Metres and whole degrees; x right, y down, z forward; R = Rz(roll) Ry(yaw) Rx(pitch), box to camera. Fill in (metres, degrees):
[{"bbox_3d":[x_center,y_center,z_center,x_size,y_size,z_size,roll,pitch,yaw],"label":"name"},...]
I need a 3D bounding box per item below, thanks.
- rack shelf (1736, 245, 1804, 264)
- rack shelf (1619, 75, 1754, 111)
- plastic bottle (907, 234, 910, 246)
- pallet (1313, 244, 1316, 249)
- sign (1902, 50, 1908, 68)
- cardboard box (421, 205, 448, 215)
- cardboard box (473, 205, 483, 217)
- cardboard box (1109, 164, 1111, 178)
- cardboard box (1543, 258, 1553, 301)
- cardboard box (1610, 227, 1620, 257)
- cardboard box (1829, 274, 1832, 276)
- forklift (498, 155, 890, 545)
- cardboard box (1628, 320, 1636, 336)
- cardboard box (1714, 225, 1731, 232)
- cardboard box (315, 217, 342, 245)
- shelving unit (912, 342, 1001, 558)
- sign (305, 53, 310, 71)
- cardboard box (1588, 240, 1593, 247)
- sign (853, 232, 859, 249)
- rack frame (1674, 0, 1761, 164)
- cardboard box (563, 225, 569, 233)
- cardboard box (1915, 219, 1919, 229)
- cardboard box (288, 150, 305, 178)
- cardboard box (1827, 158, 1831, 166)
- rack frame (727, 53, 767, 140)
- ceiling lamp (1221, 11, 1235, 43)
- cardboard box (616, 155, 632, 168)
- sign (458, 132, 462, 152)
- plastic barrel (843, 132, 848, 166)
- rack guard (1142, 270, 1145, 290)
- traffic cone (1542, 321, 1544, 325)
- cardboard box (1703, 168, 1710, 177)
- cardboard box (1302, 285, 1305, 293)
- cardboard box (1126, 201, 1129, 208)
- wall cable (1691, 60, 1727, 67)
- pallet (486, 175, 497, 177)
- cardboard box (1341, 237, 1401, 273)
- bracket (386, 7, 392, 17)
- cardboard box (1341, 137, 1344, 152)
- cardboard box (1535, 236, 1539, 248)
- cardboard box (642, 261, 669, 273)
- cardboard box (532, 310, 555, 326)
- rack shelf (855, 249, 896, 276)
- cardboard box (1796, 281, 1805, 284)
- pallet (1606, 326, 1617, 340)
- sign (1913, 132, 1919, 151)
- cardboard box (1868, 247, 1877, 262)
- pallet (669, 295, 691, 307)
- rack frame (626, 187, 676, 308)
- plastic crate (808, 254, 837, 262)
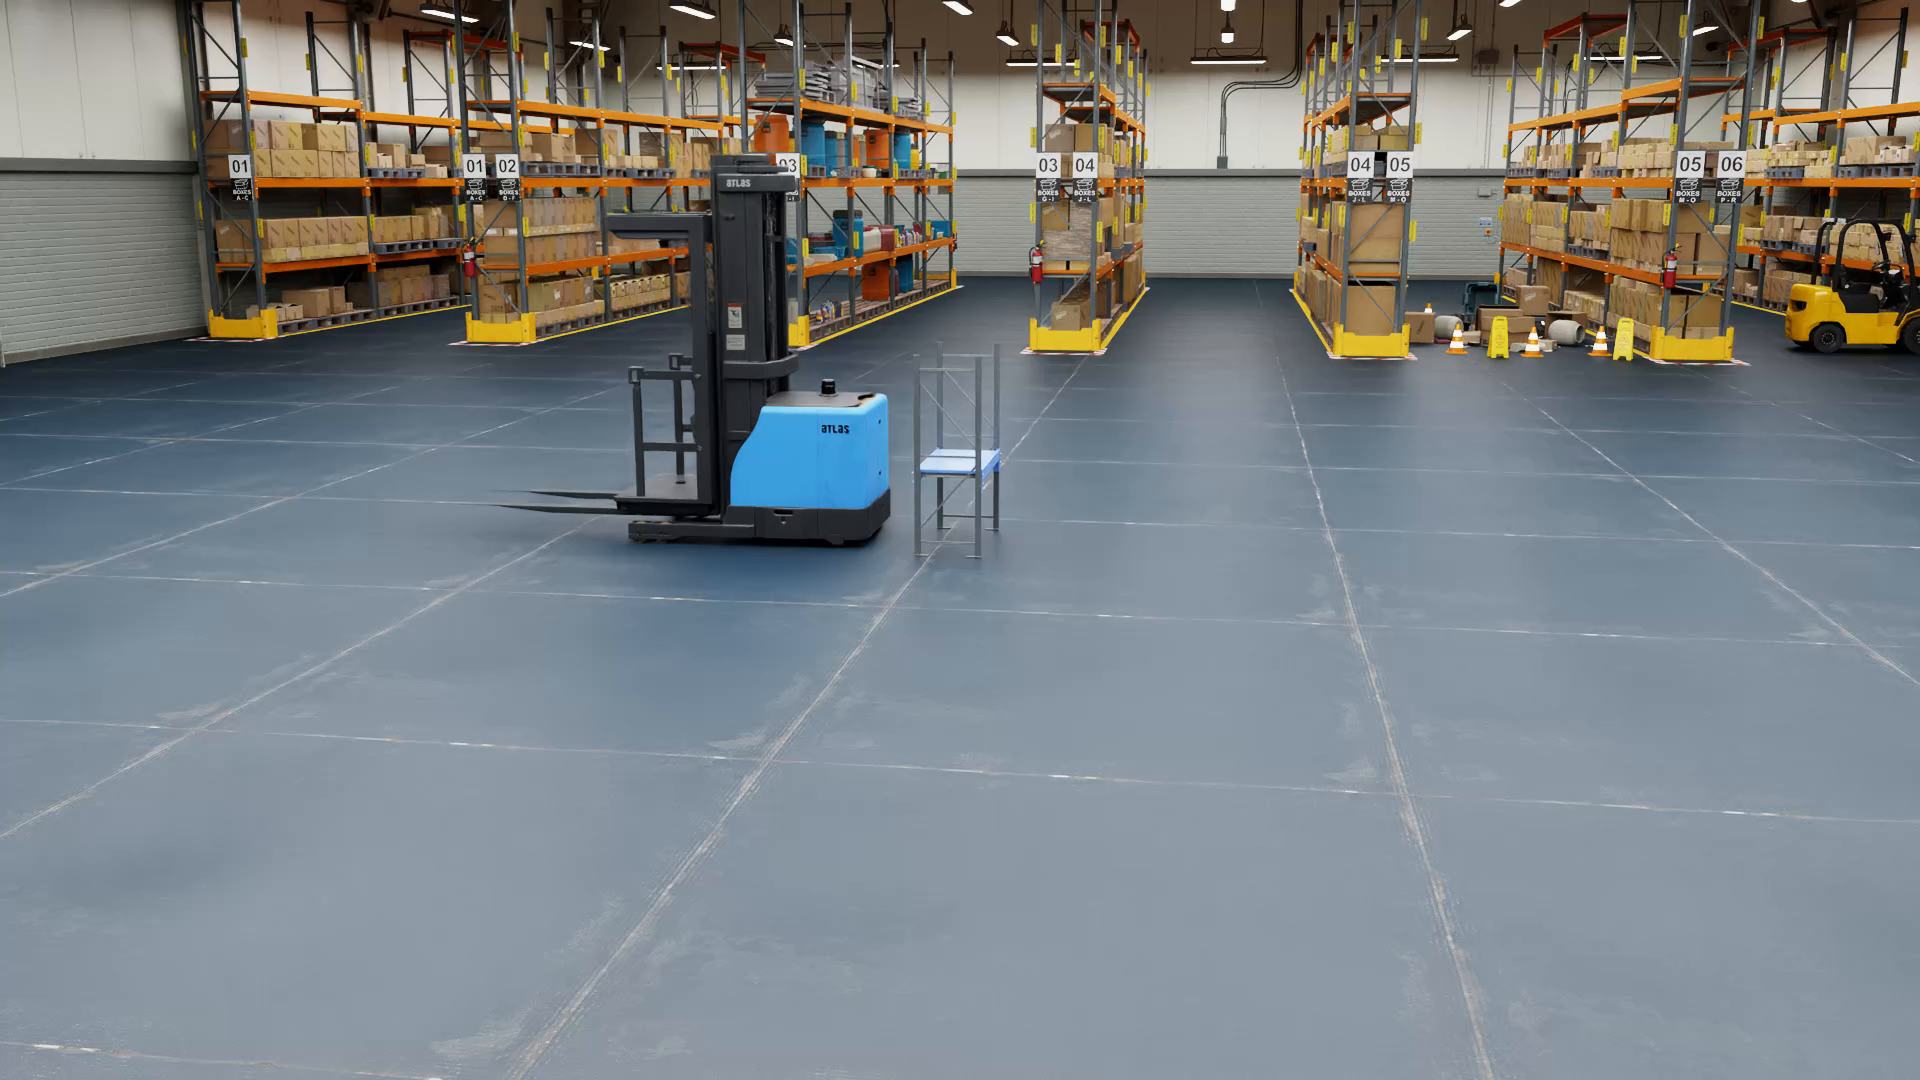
[{"bbox_3d":[18.596,-6.722,38.773,1.077,0.370,4.000,2,12,9],"label":"rack shelf"},{"bbox_3d":[11.845,-7.315,27.293,1.077,0.370,4.000,2,12,9],"label":"rack shelf"},{"bbox_3d":[-1.234,-6.889,38.133,0.152,0.276,0.135,2,12,9],"label":"plastic bottle"},{"bbox_3d":[8.125,-6.444,36.230,1.003,0.211,1.213,2,12,9],"label":"pallet"},{"bbox_3d":[18.222,-9.274,32.075,0.100,0.325,0.005,2,12,9],"label":"sign"},{"bbox_3d":[-11.894,-7.461,37.723,0.500,0.250,0.500,2,12,10],"label":"cardboard box"},{"bbox_3d":[-11.301,-7.556,38.165,0.500,0.250,0.500,2,12,8],"label":"cardboard box"},{"bbox_3d":[2.458,-6.655,29.988,0.500,0.250,0.500,2,12,10],"label":"cardboard box"},{"bbox_3d":[13.235,-5.664,36.203,0.875,0.875,0.875,2,12,10],"label":"cardboard box"},{"bbox_3d":[11.810,-5.264,29.356,0.500,0.500,0.500,2,12,8],"label":"cardboard box"},{"bbox_3d":[18.213,-5.442,34.522,0.380,0.149,0.250,2,12,7],"label":"cardboard box"},{"bbox_3d":[-2.130,-1.514,13.061,3.031,2.935,1.130,2,12,8],"label":"forklift"},{"bbox_3d":[11.558,-3.574,27.989,0.500,0.250,0.500,1,12,7],"label":"cardboard box"},{"bbox_3d":[18.567,-7.477,40.216,0.500,0.250,0.500,2,12,9],"label":"cardboard box"},{"bbox_3d":[-12.249,-5.941,31.969,0.500,0.500,0.500,2,12,7],"label":"cardboard box"},{"bbox_3d":[-0.013,-0.715,12.753,0.538,1.500,1.048,2,12,9],"label":"shelving unit"},{"bbox_3d":[-12.872,-9.438,32.836,0.100,0.325,0.005,2,12,9],"label":"sign"},{"bbox_3d":[12.238,-5.671,31.787,0.380,0.149,0.250,2,12,10],"label":"cardboard box"},{"bbox_3d":[-1.992,-5.749,31.893,0.100,0.325,0.005,2,12,9],"label":"sign"},{"bbox_3d":[11.537,-7.252,25.285,1.000,3.000,0.127,2,12,9],"label":"rack frame"},{"bbox_3d":[-7.492,-5.778,30.907,0.380,0.149,0.250,2,12,11],"label":"cardboard box"},{"bbox_3d":[16.716,-5.447,28.665,0.380,0.149,0.250,2,12,10],"label":"cardboard box"},{"bbox_3d":[-12.446,-6.928,30.613,0.500,0.500,0.500,2,12,11],"label":"cardboard box"},{"bbox_3d":[17.549,-7.548,33.186,0.380,0.149,0.250,2,12,7],"label":"cardboard box"},{"bbox_3d":[-5.582,-11.226,43.723,1.000,3.000,0.127,2,12,9],"label":"rack frame"},{"bbox_3d":[6.186,-12.662,36.531,0.800,3.185,2.000,2,12,9],"label":"ceiling lamp"},{"bbox_3d":[-7.073,-7.789,34.257,0.500,0.250,0.500,1,12,4],"label":"cardboard box"},{"bbox_3d":[-8.577,-6.843,28.594,0.100,0.325,0.005,2,12,9],"label":"sign"},{"bbox_3d":[-2.469,-7.730,33.434,0.600,0.901,0.708,2,12,9],"label":"plastic barrel"},{"bbox_3d":[4.210,-6.754,43.148,1.175,0.500,0.348,2,12,9],"label":"rack guard"},{"bbox_3d":[10.960,-4.216,31.456,0.336,0.463,0.334,2,12,9],"label":"traffic cone"},{"bbox_3d":[11.861,-5.779,26.166,0.380,0.149,0.250,1,12,7],"label":"cardboard box"},{"bbox_3d":[8.200,-5.861,38.841,0.380,0.149,0.250,2,12,9],"label":"cardboard box"},{"bbox_3d":[3.501,-7.545,38.264,0.797,0.503,0.637,2,12,7],"label":"cardboard box"},{"bbox_3d":[21.036,-14.275,44.671,2.988,3.039,0.133,2,12,9],"label":"wall cable"},{"bbox_3d":[-11.492,-8.530,38.783,1.003,0.211,1.213,2,12,11],"label":"pallet"},{"bbox_3d":[6.643,-4.611,26.913,0.875,0.550,0.550,2,12,9],"label":"cardboard box"},{"bbox_3d":[-12.348,-11.312,35.579,0.235,0.232,0.430,2,12,9],"label":"bracket"},{"bbox_3d":[6.508,-6.467,27.175,0.500,0.250,0.500,2,12,9],"label":"cardboard box"},{"bbox_3d":[12.976,-6.553,36.639,0.500,0.250,0.500,2,12,7],"label":"cardboard box"},{"bbox_3d":[-6.896,-6.202,37.759,0.500,0.250,0.500,2,12,11],"label":"cardboard box"},{"bbox_3d":[-7.667,-4.032,30.114,0.500,0.250,0.500,2,12,9],"label":"cardboard box"},{"bbox_3d":[-2.226,-5.699,34.023,1.077,0.370,4.000,2,12,9],"label":"rack shelf"},{"bbox_3d":[17.691,-5.116,34.549,0.500,0.500,0.500,2,12,11],"label":"cardboard box"},{"bbox_3d":[12.084,-3.648,29.421,1.003,0.211,1.213,2,12,9],"label":"pallet"},{"bbox_3d":[16.520,-6.881,28.707,0.100,0.325,0.005,2,12,9],"label":"sign"},{"bbox_3d":[17.055,-5.240,30.542,0.500,0.250,0.500,2,12,9],"label":"cardboard box"},{"bbox_3d":[-6.660,-5.419,37.637,1.003,0.211,1.213,2,12,9],"label":"pallet"},{"bbox_3d":[-6.812,-6.628,36.627,1.000,3.000,0.127,2,12,9],"label":"rack frame"},{"bbox_3d":[-2.533,-5.159,30.437,0.530,0.136,0.437,2,12,9],"label":"plastic crate"}]
